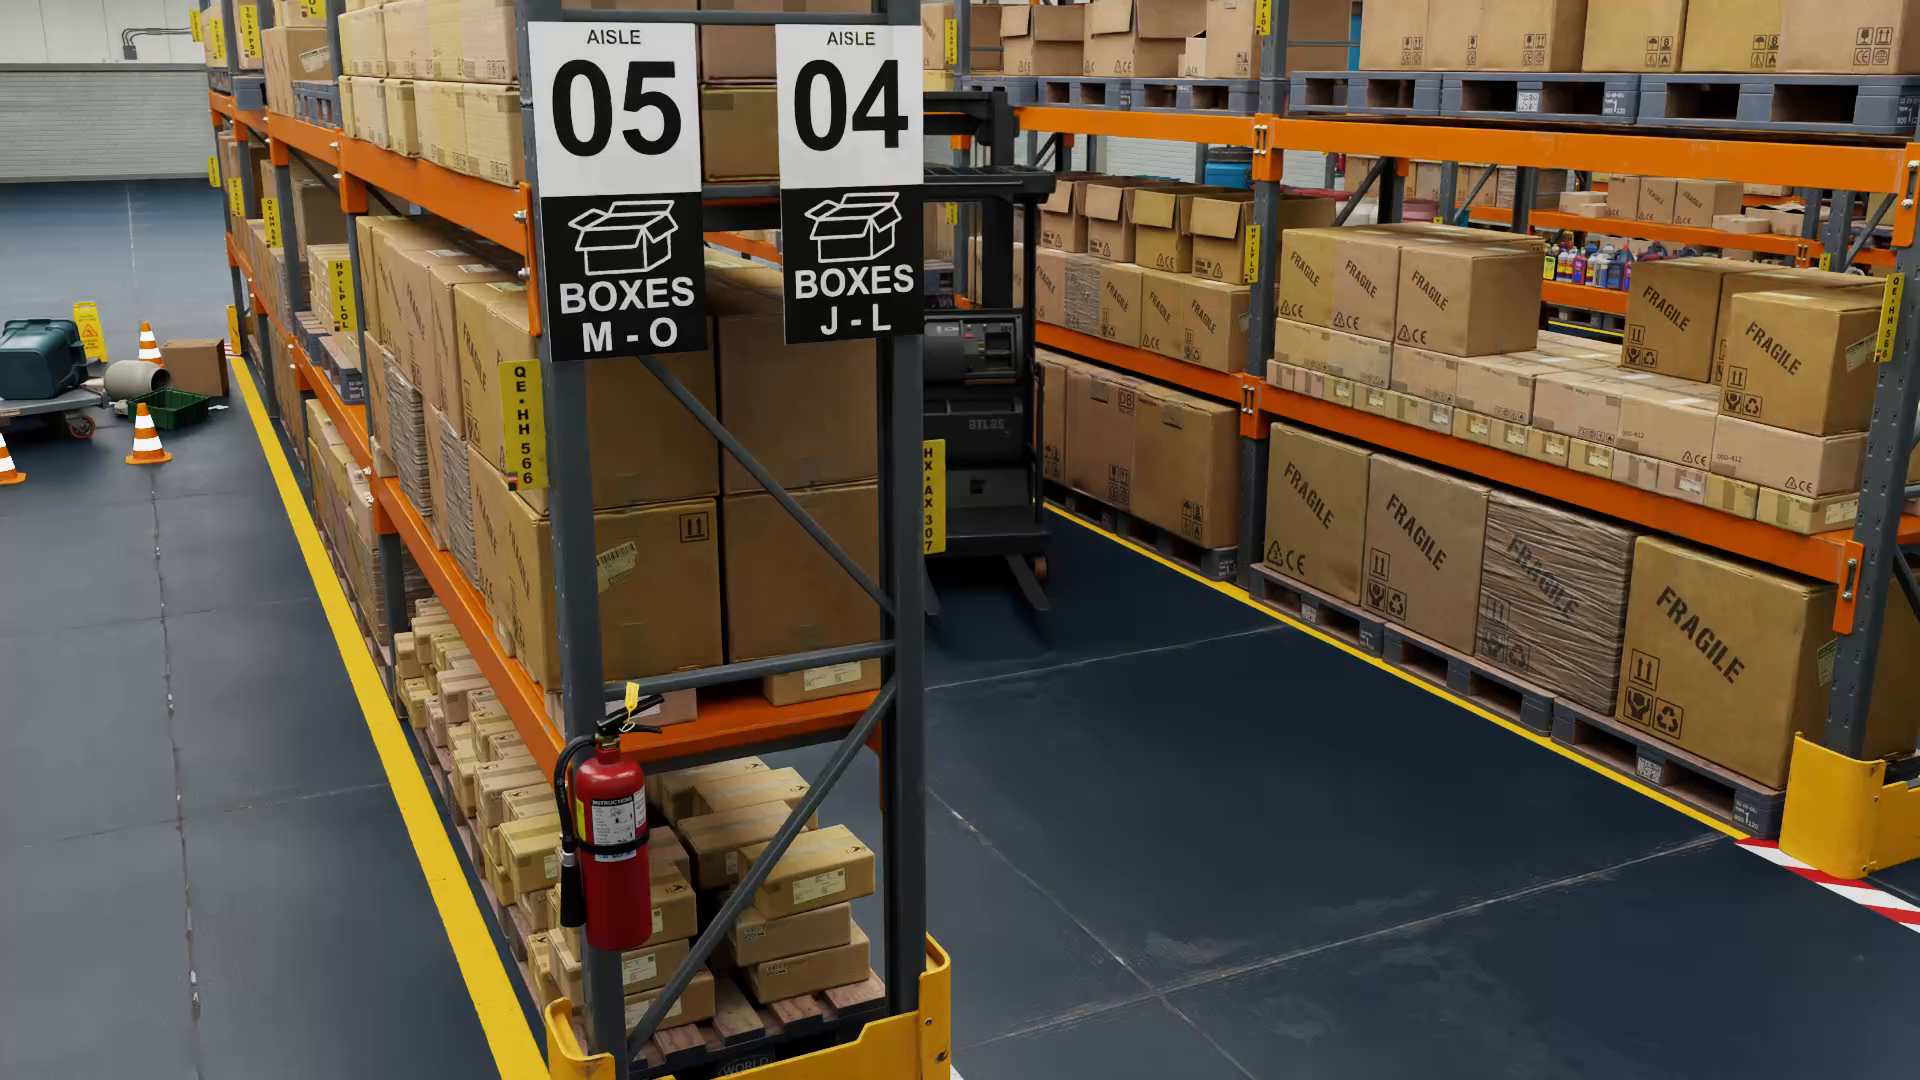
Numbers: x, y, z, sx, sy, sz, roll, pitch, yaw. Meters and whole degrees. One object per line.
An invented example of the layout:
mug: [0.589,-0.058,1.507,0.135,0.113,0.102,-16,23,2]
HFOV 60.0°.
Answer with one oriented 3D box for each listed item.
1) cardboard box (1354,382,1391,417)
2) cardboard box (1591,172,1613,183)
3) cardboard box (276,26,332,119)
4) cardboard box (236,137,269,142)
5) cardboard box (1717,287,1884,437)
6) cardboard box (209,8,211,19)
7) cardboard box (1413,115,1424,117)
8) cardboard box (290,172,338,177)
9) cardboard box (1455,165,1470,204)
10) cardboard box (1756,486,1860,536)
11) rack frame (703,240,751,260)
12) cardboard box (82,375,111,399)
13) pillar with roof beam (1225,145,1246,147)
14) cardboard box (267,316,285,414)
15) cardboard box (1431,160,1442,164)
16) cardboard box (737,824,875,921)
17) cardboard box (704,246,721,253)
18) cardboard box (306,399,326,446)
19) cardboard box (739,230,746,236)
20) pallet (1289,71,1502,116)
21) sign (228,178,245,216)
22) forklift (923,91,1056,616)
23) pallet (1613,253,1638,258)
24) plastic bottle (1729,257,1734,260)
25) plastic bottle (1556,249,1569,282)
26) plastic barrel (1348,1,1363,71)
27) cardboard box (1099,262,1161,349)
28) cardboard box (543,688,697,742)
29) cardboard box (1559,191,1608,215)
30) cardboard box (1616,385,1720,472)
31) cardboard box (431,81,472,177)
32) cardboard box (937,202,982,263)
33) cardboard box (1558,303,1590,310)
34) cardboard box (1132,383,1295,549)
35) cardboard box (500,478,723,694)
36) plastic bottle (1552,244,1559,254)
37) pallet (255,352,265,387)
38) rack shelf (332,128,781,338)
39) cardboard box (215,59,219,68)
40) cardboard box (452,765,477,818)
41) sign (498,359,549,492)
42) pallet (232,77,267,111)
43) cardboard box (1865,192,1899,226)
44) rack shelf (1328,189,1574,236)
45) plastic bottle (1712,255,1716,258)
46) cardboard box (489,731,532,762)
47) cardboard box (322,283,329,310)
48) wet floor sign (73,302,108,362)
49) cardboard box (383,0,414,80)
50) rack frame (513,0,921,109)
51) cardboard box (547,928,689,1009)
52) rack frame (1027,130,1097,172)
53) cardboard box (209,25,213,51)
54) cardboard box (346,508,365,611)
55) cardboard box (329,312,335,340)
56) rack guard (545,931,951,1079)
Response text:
cardboard box: [2.354,-0.773,8.963,0.380,0.149,0.250,-8,18,-26]
cardboard box: [10.205,-5.752,26.094,0.500,0.250,0.500,-8,18,-27]
cardboard box: [-3.619,-2.690,9.568,0.500,0.500,0.500,-8,18,-25]
cardboard box: [-6.660,-3.703,16.485,0.875,0.550,0.500,-8,18,-25]
cardboard box: [3.478,-0.732,6.735,0.500,0.500,0.500,-7,18,-24]
cardboard box: [-6.944,-4.995,15.849,0.380,0.149,0.250,-7,18,-24]
cardboard box: [6.498,-5.661,23.008,0.700,0.500,0.500,-8,18,-25]
cardboard box: [-4.717,-2.514,12.579,0.700,0.500,0.500,-8,18,-26]
cardboard box: [6.925,-4.795,22.341,0.700,0.500,0.500,-7,18,-24]
cardboard box: [3.476,-0.139,6.753,0.380,0.149,0.250,-7,18,-24]
rack frame: [-3.081,-4.179,20.374,1.000,3.000,0.127,-8,18,-25]
cardboard box: [-8.241,-1.502,16.003,0.396,0.266,0.258,-5,17,-15]
pillar with roof beam: [2.234,-11.244,34.119,9.100,9.000,0.400,-8,18,-25]
cardboard box: [-5.479,-1.590,14.670,1.050,0.750,0.750,-8,18,-25]
cardboard box: [6.592,-5.165,22.453,0.380,0.149,0.250,-7,17,-23]
cardboard box: [-0.499,1.075,5.397,0.380,0.149,0.250,-9,18,-27]
cardboard box: [-1.194,-0.834,6.186,0.500,0.500,0.500,-8,18,-27]
cardboard box: [-3.995,-0.781,10.946,0.500,0.250,0.500,-9,18,-27]
cardboard box: [-2.190,-3.400,18.115,0.380,0.149,0.250,-8,18,-25]
pallet: [2.525,-2.398,8.892,1.003,0.211,1.213,-8,18,-25]
sign: [-6.330,-2.999,14.551,0.100,0.325,0.005,-8,18,-25]
forklift: [-0.039,-1.215,10.171,1.130,2.935,3.031,-2,16,-7]
pallet: [10.634,-4.409,26.233,1.003,0.211,1.213,-8,18,-25]
plastic bottle: [5.980,-2.030,12.974,0.144,0.351,0.185,-8,18,-25]
plastic bottle: [5.163,-2.348,14.229,0.097,0.271,0.097,0,16,0]
plastic barrel: [4.114,-5.044,17.042,0.600,0.901,0.708,-8,18,-25]
cardboard box: [1.280,-1.586,11.159,0.500,0.500,0.500,-8,18,-26]
cardboard box: [-0.972,0.437,4.745,0.380,0.149,0.250,-8,18,-25]
cardboard box: [7.833,-4.194,20.700,0.500,0.250,0.500,-6,17,-21]
cardboard box: [3.256,-0.496,7.274,0.500,0.250,0.500,-8,18,-26]
cardboard box: [-1.242,-1.213,4.874,0.500,0.250,0.500,-8,18,-25]
cardboard box: [0.151,-2.574,13.839,0.500,0.500,0.500,-10,19,-32]
cardboard box: [7.755,-3.006,20.512,0.500,0.250,0.500,-7,18,-24]
cardboard box: [1.877,-0.540,10.785,1.225,0.875,0.875,-8,18,-25]
cardboard box: [-1.003,0.092,4.773,0.500,0.500,0.500,-7,18,-24]
plastic bottle: [5.471,-2.618,15.297,0.097,0.201,0.097,0,16,0]
pallet: [-6.633,-1.773,17.047,1.003,0.211,1.213,-8,18,-25]
rack shelf: [-1.451,-1.229,5.961,1.077,0.370,4.000,-8,18,-25]
cardboard box: [-6.838,-4.551,15.746,0.380,0.149,0.250,-8,18,-25]
cardboard box: [-1.851,0.986,6.785,0.380,0.149,0.250,-8,18,-26]
sign: [-1.082,-0.283,4.128,0.100,0.325,0.005,-8,18,-25]
pallet: [-4.409,-3.125,11.606,1.213,0.211,1.003,-7,17,-22]
cardboard box: [9.707,-3.498,17.061,0.500,0.500,0.700,15,22,42]
rack shelf: [6.702,-4.533,22.913,1.077,0.370,4.000,-8,18,-25]
plastic bottle: [6.234,-2.220,13.781,0.097,0.271,0.097,0,16,0]
cardboard box: [-1.561,0.816,6.297,0.380,0.149,0.250,-8,18,-27]
cardboard box: [-3.697,-1.505,10.213,0.380,0.149,0.250,-8,18,-25]
wet floor sign: [-9.377,-2.241,17.888,0.267,0.644,0.232,-11,20,-34]
cardboard box: [-1.663,-1.711,5.702,0.500,0.250,0.500,-9,18,-27]
rack frame: [-0.575,-2.521,3.720,1.000,3.000,0.127,-8,18,-25]
cardboard box: [-1.063,1.292,5.178,0.380,0.149,0.250,-8,18,-26]
rack frame: [1.371,-4.777,22.459,1.000,3.000,0.127,-8,18,-25]
cardboard box: [-6.939,-4.841,16.034,0.500,0.250,0.500,-8,18,-25]
cardboard box: [-3.102,0.091,9.268,0.500,0.500,0.500,-8,18,-26]
cardboard box: [-3.591,-1.301,10.039,0.380,0.149,0.250,-7,17,-23]
rack guard: [-0.608,1.546,4.958,1.175,0.500,0.348,-8,18,-25]
